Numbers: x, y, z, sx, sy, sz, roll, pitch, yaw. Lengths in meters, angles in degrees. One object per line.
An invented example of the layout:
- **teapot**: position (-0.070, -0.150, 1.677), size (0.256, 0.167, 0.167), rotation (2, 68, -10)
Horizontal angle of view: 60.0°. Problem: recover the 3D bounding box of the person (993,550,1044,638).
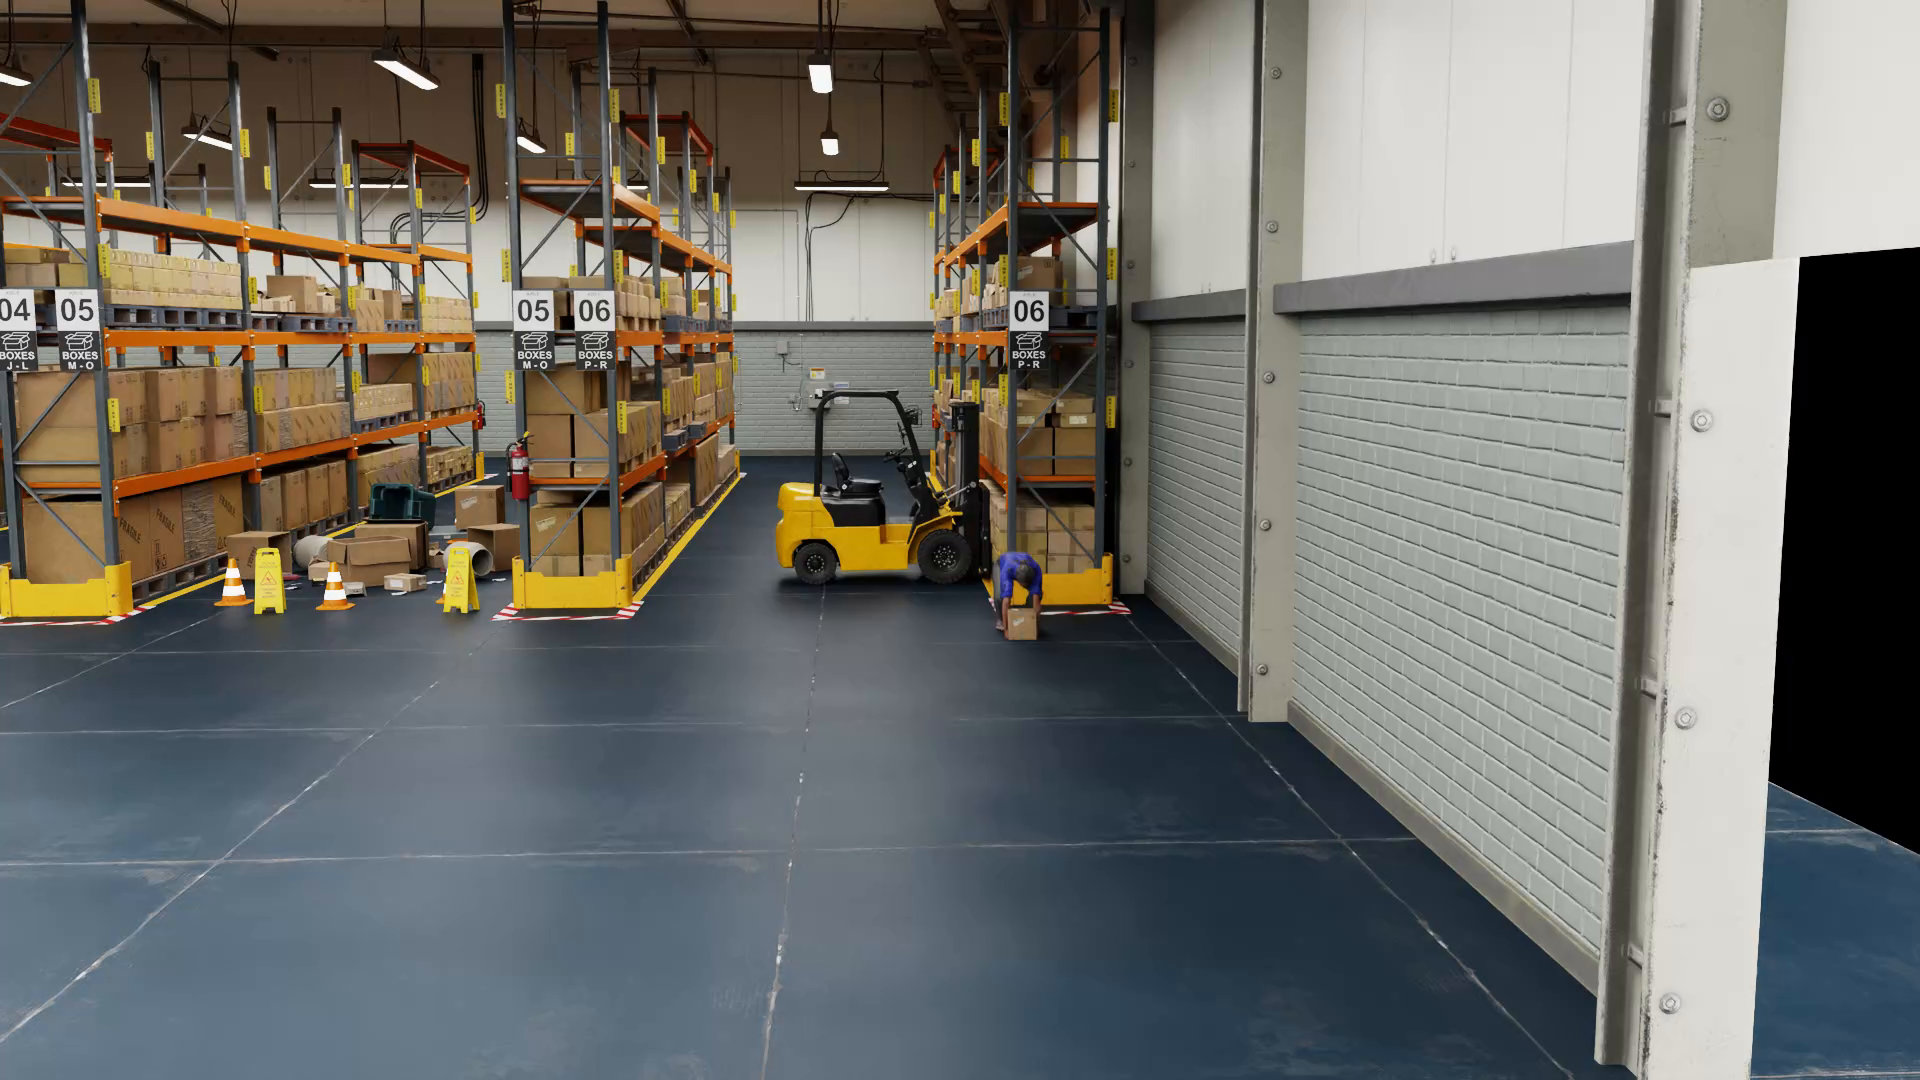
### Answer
- **person**: position (0.544, 0.495, 15.550), size (0.468, 0.775, 0.873), rotation (-1, 7, -6)
